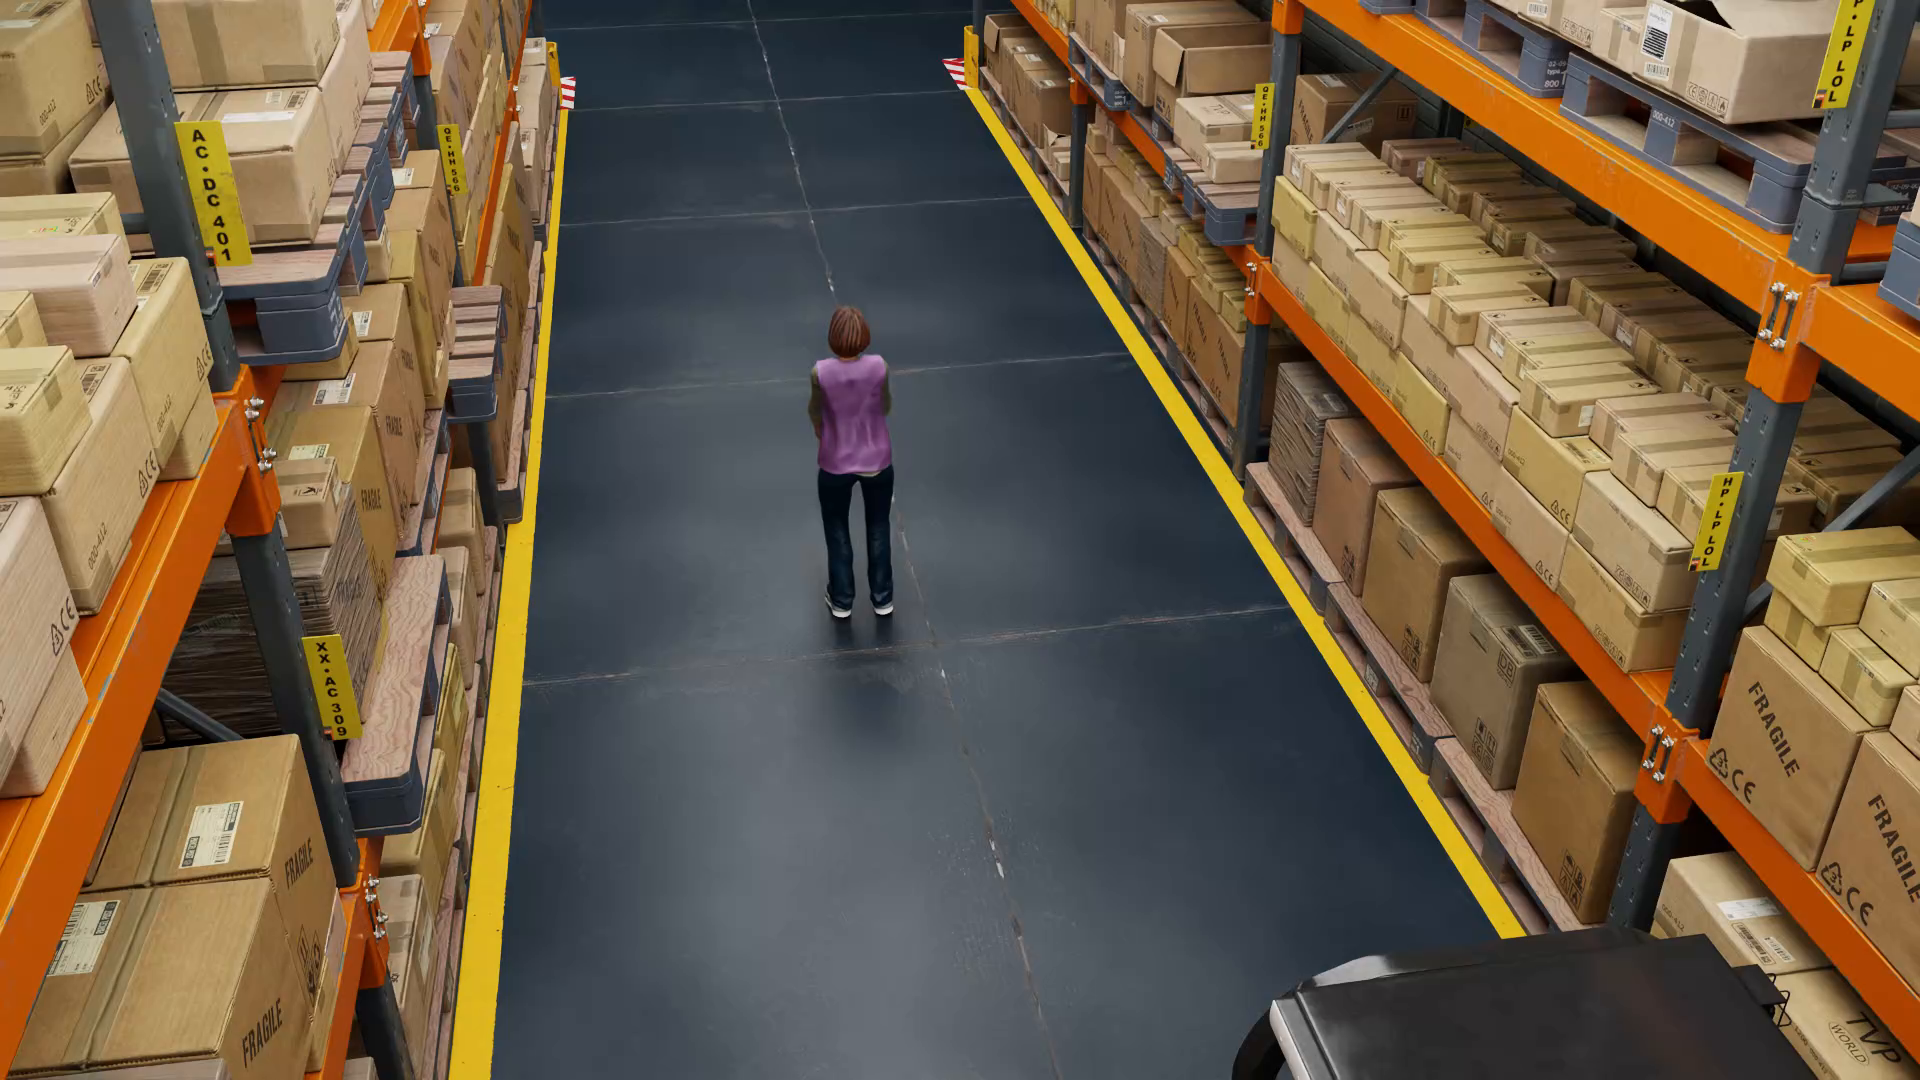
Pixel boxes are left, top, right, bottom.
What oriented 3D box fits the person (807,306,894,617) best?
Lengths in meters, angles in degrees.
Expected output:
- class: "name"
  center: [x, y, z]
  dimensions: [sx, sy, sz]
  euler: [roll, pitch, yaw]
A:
- class: "person"
  center: [-0.505, -0.392, 7.801]
  dimensions: [0.396, 1.594, 0.493]
  euler: [-5, 32, -9]
